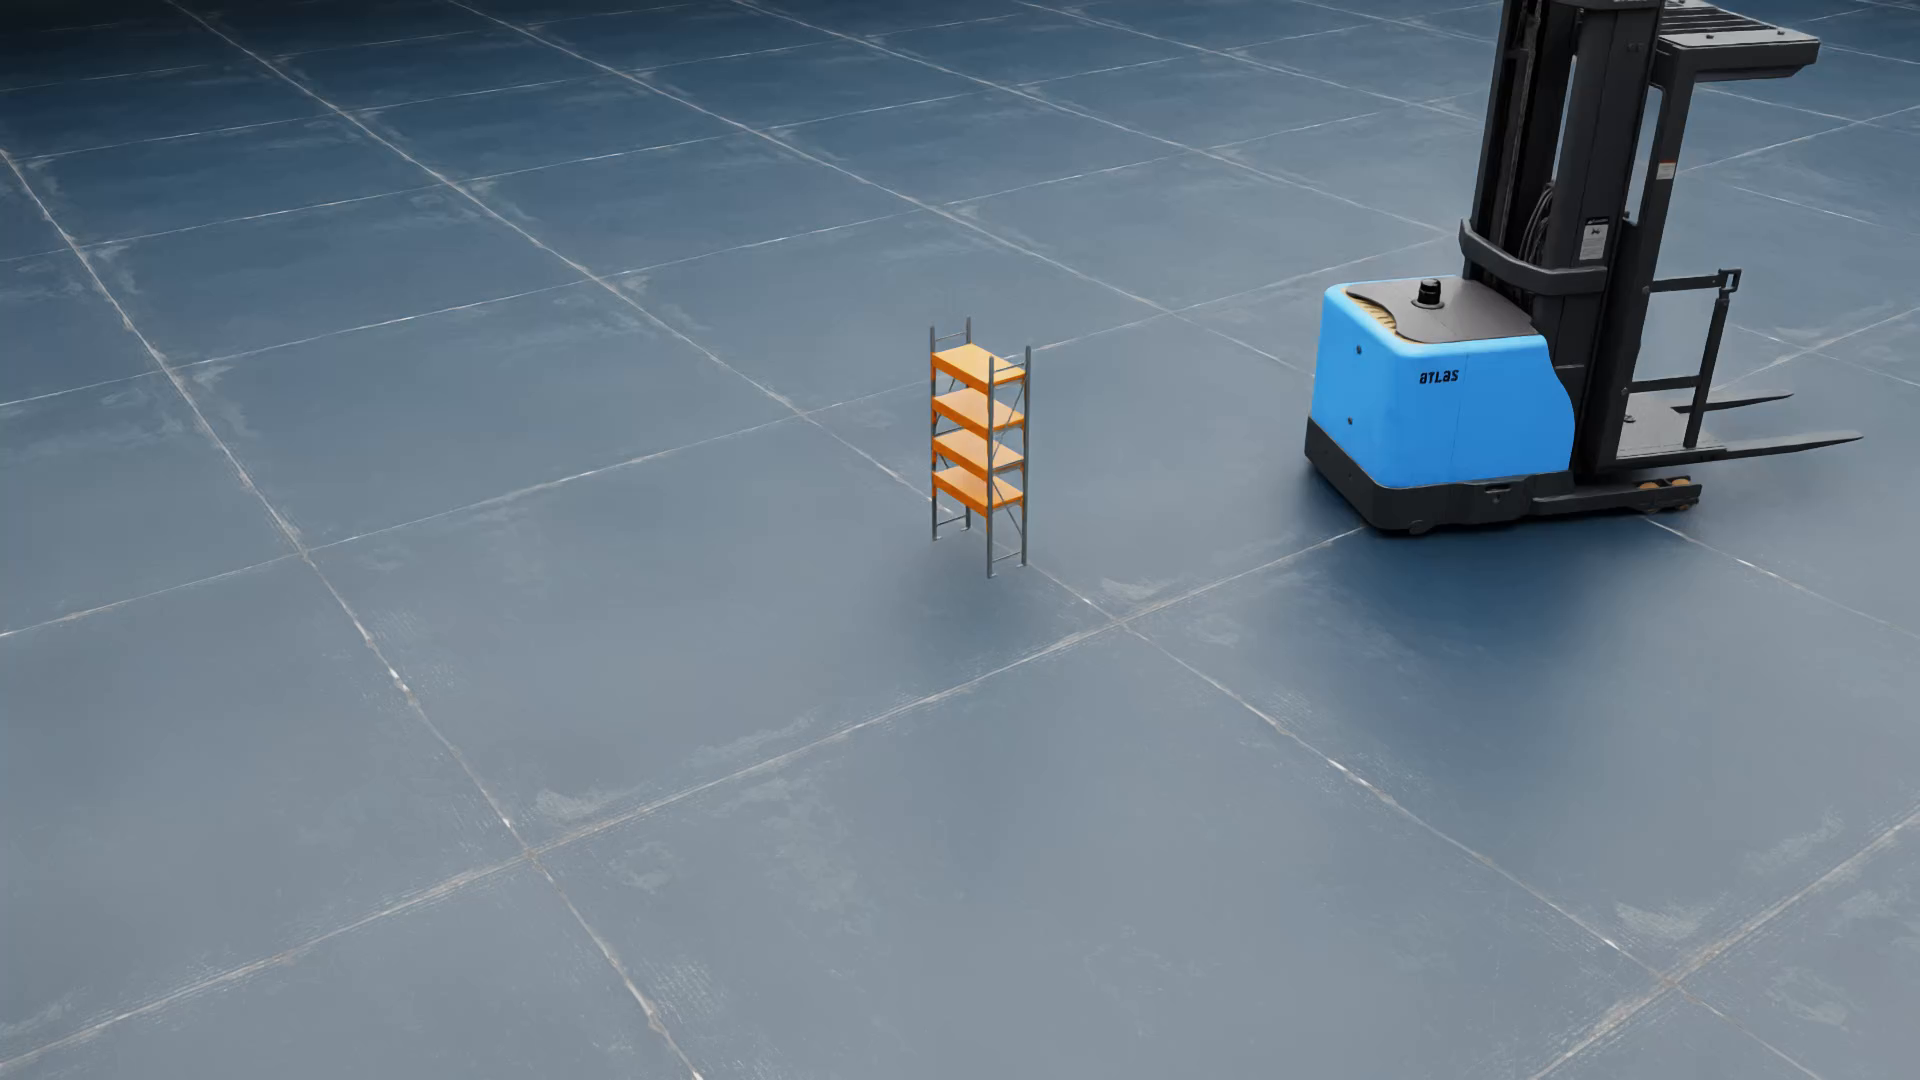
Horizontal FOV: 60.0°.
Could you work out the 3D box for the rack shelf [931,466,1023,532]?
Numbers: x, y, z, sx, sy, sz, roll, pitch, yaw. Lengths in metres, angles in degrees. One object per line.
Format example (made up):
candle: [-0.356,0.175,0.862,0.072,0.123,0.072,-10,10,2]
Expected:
rack shelf: [0.096,-0.229,8.472,0.258,0.148,0.480,-19,34,-31]

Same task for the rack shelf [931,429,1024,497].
rack shelf: [0.096,-0.404,8.377,0.258,0.148,0.480,-19,34,-31]

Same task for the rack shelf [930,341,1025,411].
rack shelf: [0.096,-0.808,8.158,0.258,0.148,0.480,-19,34,-31]

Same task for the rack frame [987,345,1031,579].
rack frame: [0.238,-0.368,8.170,0.240,1.200,0.015,-19,34,-31]

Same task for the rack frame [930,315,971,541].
rack frame: [-0.046,-0.558,8.520,0.240,1.200,0.015,-19,34,-31]

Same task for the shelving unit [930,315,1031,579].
shelving unit: [0.096,-0.463,8.345,0.258,1.200,0.503,-19,34,-31]

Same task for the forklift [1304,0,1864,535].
forklift: [3.540,-1.671,8.757,3.031,2.935,1.130,-6,29,-11]

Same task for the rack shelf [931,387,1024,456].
rack shelf: [0.096,-0.600,8.271,0.258,0.148,0.480,-19,34,-31]
